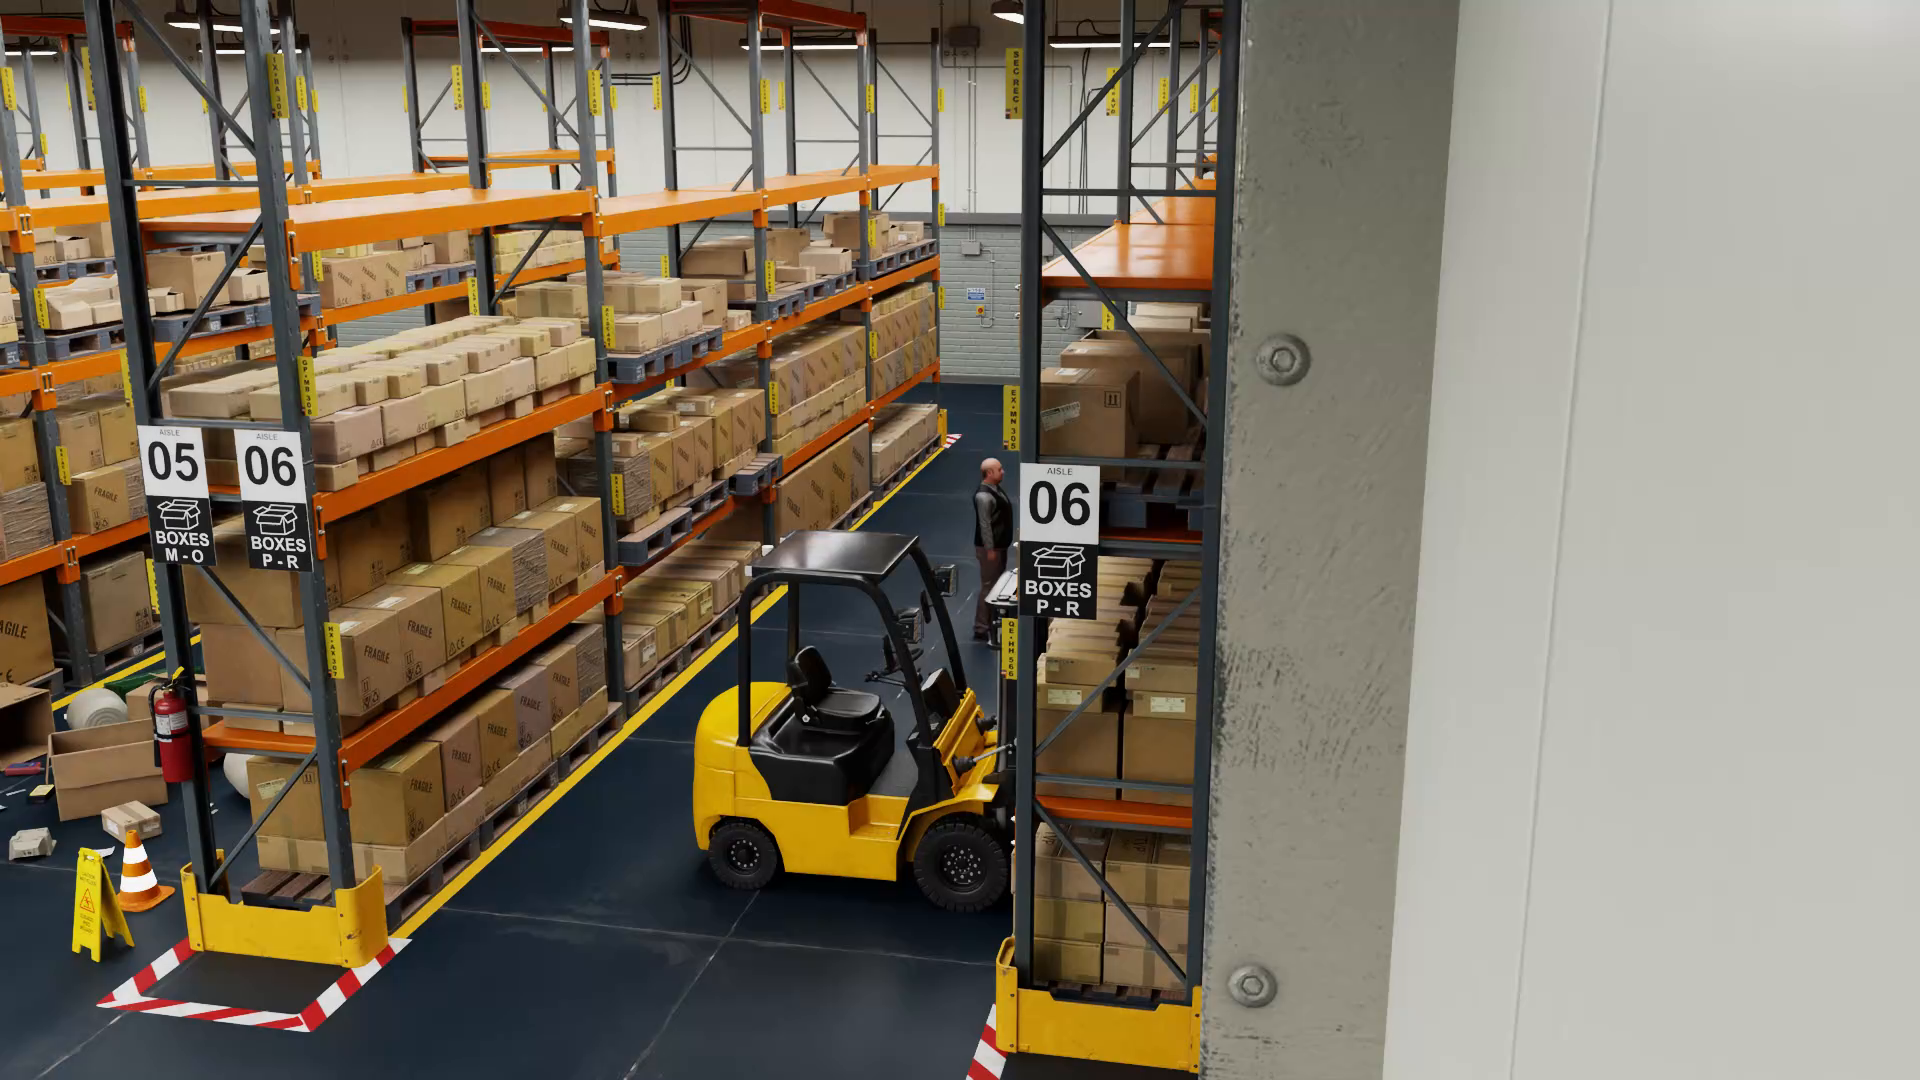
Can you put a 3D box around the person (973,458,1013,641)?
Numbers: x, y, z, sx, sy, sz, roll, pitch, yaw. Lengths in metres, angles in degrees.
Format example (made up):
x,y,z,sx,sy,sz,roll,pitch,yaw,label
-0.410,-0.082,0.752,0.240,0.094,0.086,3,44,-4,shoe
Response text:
x,y,z,sx,sy,sz,roll,pitch,yaw,label
0.321,0.077,15.800,0.357,1.733,0.530,3,15,12,person
